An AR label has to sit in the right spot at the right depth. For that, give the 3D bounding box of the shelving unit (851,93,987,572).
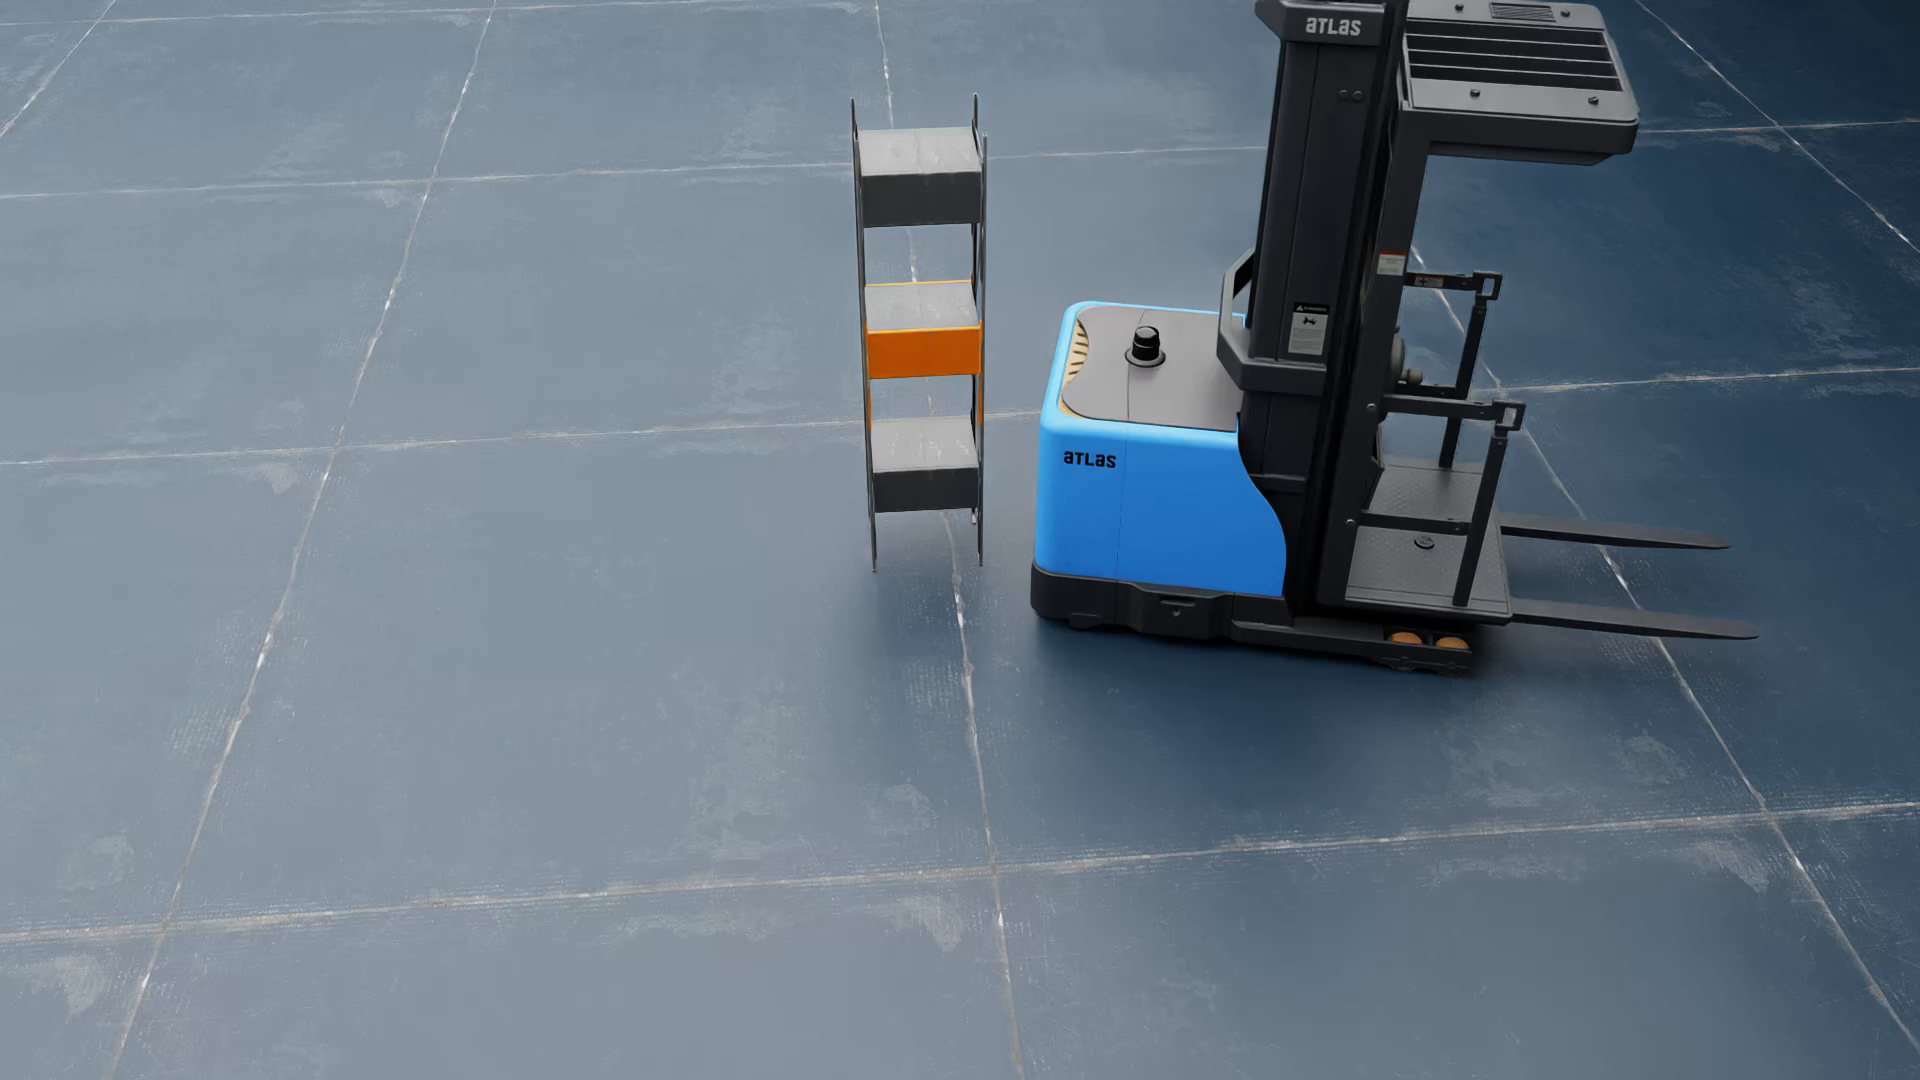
[{"bbox_3d":[-0.165,-0.815,7.088,0.503,2.100,0.431,-3,38,-4],"label":"shelving unit"}]

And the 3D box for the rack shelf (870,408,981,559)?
[{"bbox_3d":[-0.165,-0.255,7.530,0.480,0.518,0.431,-3,38,-4],"label":"rack shelf"}]

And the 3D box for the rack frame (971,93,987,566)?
[{"bbox_3d":[0.078,-0.829,7.105,0.015,2.100,0.400,-3,38,-4],"label":"rack frame"}]

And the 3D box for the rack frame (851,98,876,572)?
[{"bbox_3d":[-0.408,-0.802,7.071,0.015,2.100,0.400,-3,38,-4],"label":"rack frame"}]

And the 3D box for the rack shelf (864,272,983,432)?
[{"bbox_3d":[-0.165,-0.805,7.097,0.480,0.518,0.431,-3,38,-4],"label":"rack shelf"}]

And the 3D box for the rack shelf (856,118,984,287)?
[{"bbox_3d":[-0.165,-1.354,6.663,0.480,0.518,0.431,-3,38,-4],"label":"rack shelf"}]

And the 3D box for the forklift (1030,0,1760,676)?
[{"bbox_3d":[1.873,-0.933,6.567,3.031,2.935,1.130,6,39,7],"label":"forklift"}]
